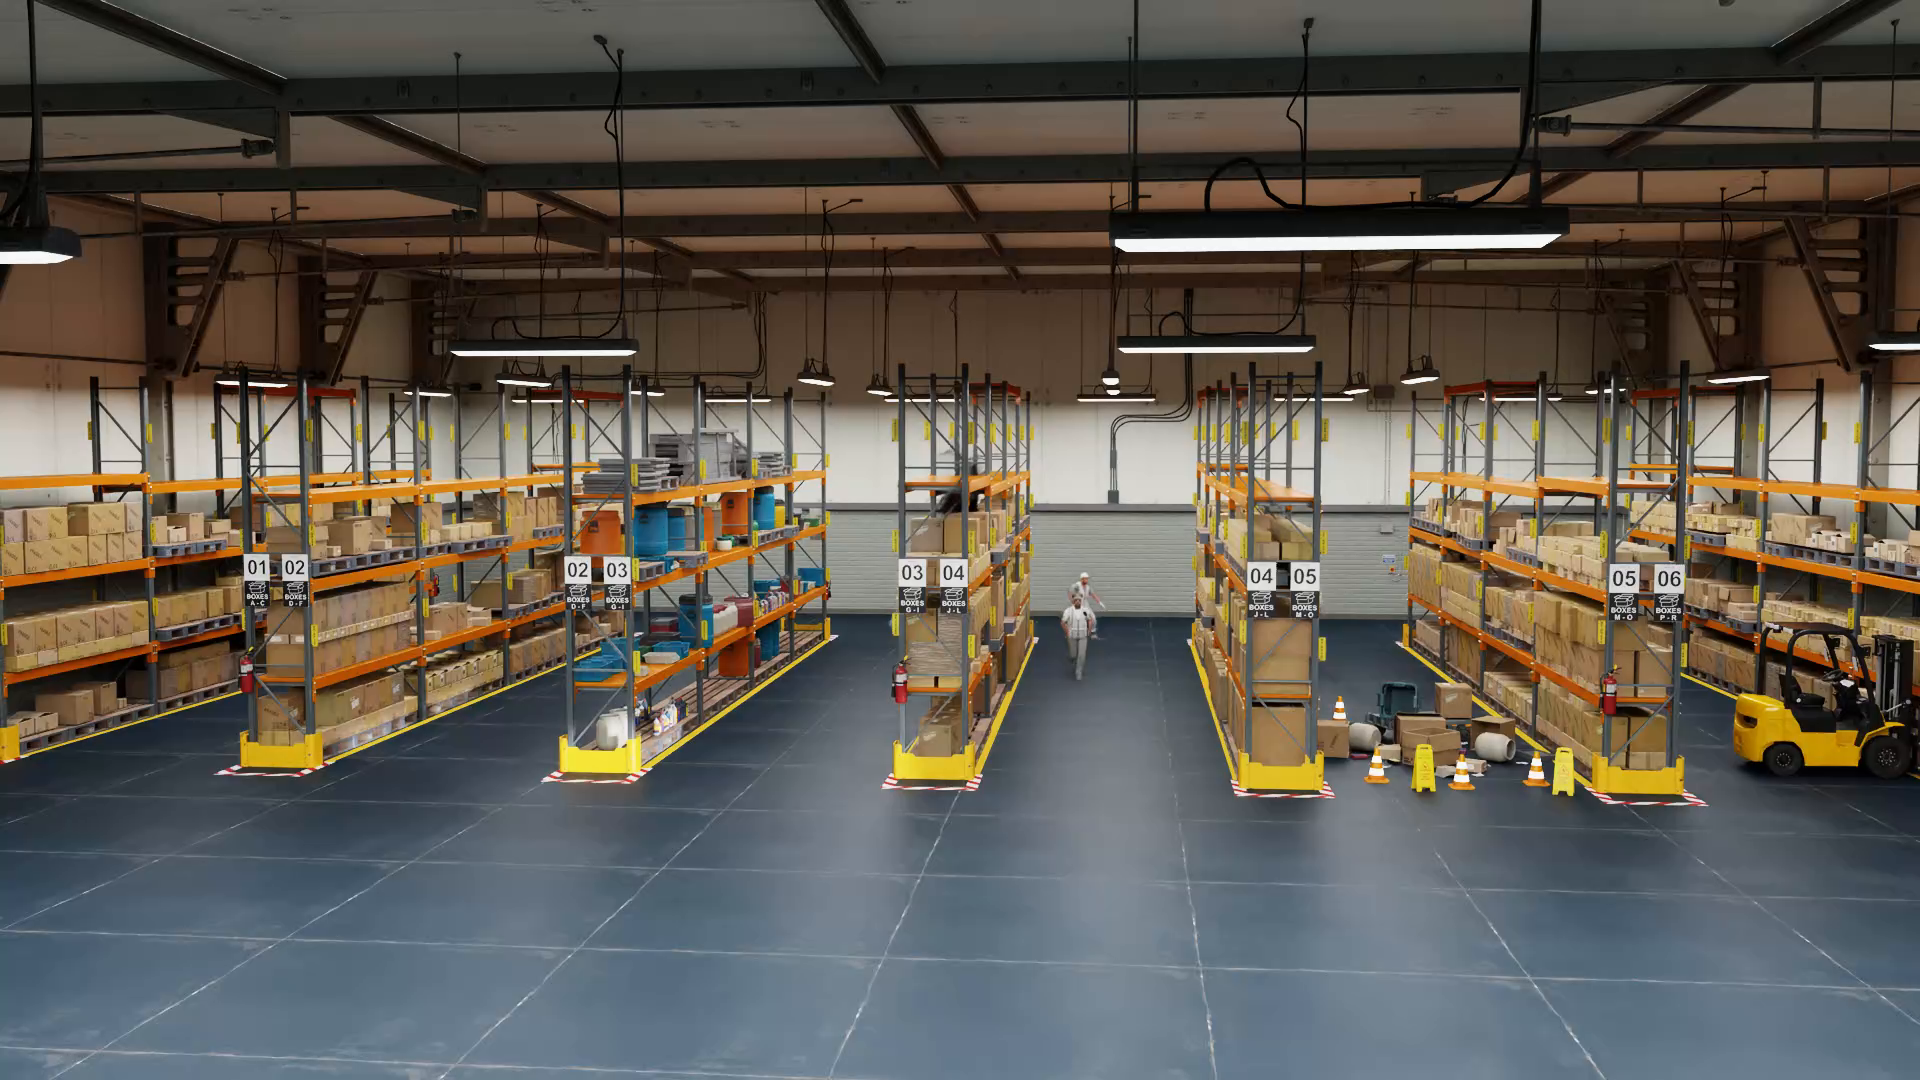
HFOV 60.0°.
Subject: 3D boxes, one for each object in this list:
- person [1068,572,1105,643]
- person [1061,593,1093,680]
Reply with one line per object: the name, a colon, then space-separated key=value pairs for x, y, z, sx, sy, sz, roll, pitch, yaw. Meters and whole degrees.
person: x=3.026 y=1.618 z=39.821 sx=0.944 sy=1.705 sz=0.518 roll=-2 pitch=4 yaw=-31
person: x=2.405 y=1.956 z=34.012 sx=0.663 sy=1.758 sz=0.752 roll=0 pitch=4 yaw=-3
